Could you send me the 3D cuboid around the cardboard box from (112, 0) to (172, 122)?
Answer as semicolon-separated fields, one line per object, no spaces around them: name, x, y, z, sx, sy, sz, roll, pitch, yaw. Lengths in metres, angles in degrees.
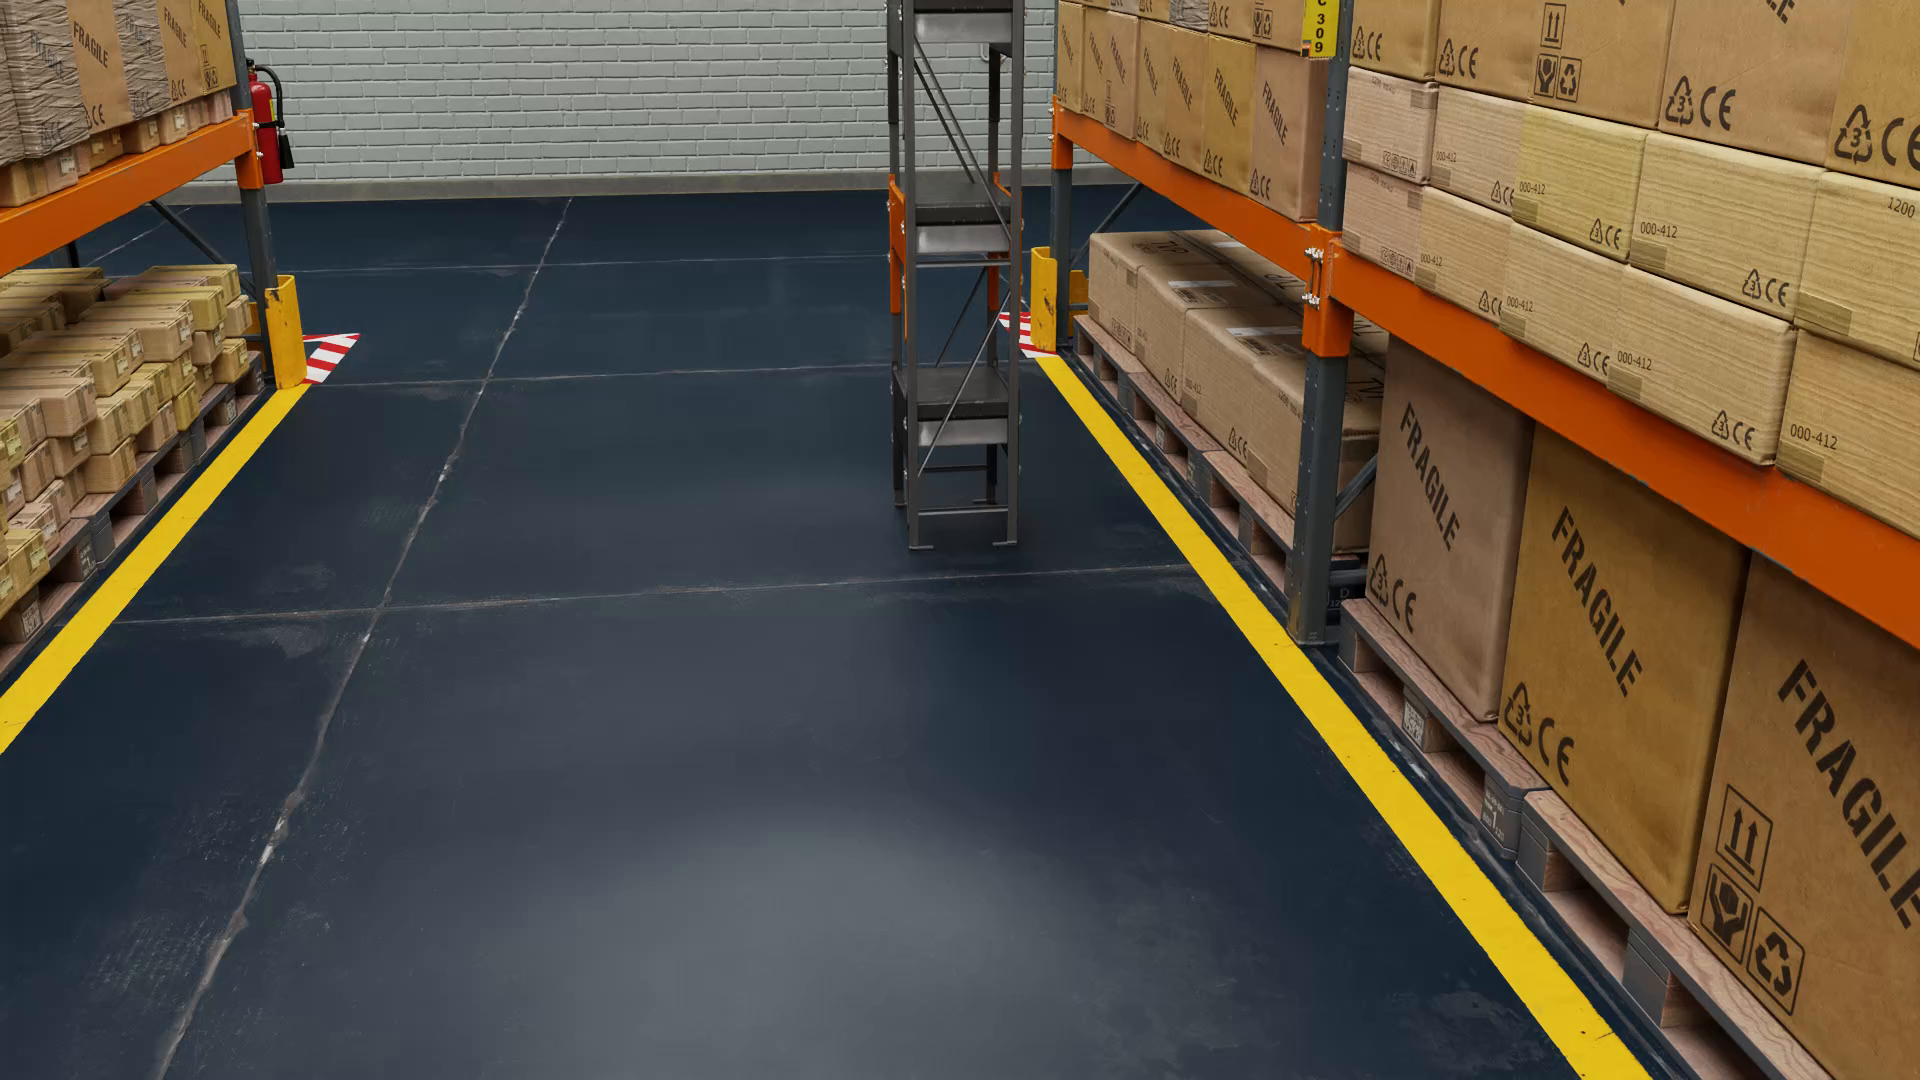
cardboard box;-3.427;-1.897;6.440;0.500;0.500;0.500;-3;21;-8

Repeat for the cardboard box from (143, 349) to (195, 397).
cardboard box;-3.375;-0.681;6.801;0.380;0.149;0.250;-3;21;-7

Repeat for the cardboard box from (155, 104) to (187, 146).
cardboard box;-3.462;-1.730;6.919;0.380;0.149;0.250;-2;21;-6

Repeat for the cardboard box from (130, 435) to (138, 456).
cardboard box;-3.397;-0.360;6.367;0.380;0.149;0.250;-2;21;-6

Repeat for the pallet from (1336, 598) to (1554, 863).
pallet;1.748;0.463;4.675;1.003;0.211;1.213;-3;21;-8

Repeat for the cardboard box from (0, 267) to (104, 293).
cardboard box;-4.159;-1.148;7.628;0.380;0.149;0.250;-4;21;-10

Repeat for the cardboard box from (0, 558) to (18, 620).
cardboard box;-3.056;0.174;4.937;0.380;0.149;0.250;-4;21;-10

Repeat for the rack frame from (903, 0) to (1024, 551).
rack frame;0.011;-0.956;5.776;0.400;2.100;0.015;-3;21;-8

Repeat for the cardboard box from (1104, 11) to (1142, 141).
cardboard box;0.927;-2.007;7.160;0.500;0.500;0.500;-3;21;-8

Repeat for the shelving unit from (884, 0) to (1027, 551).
shelving unit;-0.024;-1.041;6.002;0.431;2.100;0.503;-3;21;-8

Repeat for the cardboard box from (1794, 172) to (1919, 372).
cardboard box;1.646;-0.394;2.484;0.500;0.250;0.500;-3;21;-9

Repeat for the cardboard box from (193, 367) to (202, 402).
cardboard box;-3.477;-0.632;7.095;0.380;0.149;0.250;-3;21;-7

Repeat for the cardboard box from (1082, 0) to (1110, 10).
cardboard box;0.855;-2.648;7.447;0.500;0.500;0.500;-3;21;-9

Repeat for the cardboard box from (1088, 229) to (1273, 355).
cardboard box;1.180;-1.265;8.377;0.875;0.438;0.875;-4;21;-10

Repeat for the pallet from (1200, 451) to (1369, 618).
pallet;1.530;-0.068;6.096;1.003;0.211;1.213;-3;21;-8

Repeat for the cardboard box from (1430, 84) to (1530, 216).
cardboard box;1.450;-0.925;3.906;0.500;0.250;0.500;-3;21;-7

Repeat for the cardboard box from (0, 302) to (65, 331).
cardboard box;-3.973;-0.884;6.919;0.380;0.149;0.250;-4;21;-10

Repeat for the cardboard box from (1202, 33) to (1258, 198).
cardboard box;1.163;-1.479;5.747;0.500;0.500;0.500;-3;21;-9

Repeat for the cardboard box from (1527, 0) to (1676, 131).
cardboard box;1.512;-1.107;3.320;0.500;0.500;0.500;-3;21;-9

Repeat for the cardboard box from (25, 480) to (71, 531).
cardboard box;-3.268;-0.087;5.635;0.380;0.149;0.250;-3;21;-9

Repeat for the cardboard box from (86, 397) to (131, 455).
cardboard box;-3.279;-0.411;6.078;0.380;0.149;0.250;-3;21;-8

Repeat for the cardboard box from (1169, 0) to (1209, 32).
cardboard box;1.073;-2.123;6.042;0.500;0.500;0.500;-3;21;-7

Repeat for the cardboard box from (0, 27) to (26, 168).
cardboard box;-3.222;-1.363;5.012;0.500;0.500;0.500;-3;21;-8

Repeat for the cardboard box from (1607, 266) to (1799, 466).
cardboard box;1.562;-0.340;3.054;0.500;0.250;0.500;-3;21;-9

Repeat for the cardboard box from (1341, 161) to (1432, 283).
cardboard box;1.365;-0.871;4.475;0.500;0.250;0.500;-3;21;-9

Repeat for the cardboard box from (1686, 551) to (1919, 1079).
cardboard box;1.997;0.524;2.962;0.875;0.875;0.875;-3;21;-7

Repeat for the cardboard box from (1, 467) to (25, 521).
cardboard box;-3.253;-0.130;5.326;0.380;0.149;0.250;-3;21;-8

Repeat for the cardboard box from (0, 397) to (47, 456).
cardboard box;-3.292;-0.364;5.529;0.380;0.149;0.250;-3;21;-9

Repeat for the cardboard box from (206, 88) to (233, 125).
cardboard box;-3.571;-1.991;7.618;0.380;0.149;0.250;-3;21;-8

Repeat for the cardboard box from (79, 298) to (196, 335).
cardboard box;-3.454;-0.910;6.991;0.380;0.149;0.250;-4;21;-10

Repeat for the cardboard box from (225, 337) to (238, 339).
cardboard box;-3.616;-0.897;7.804;0.380;0.149;0.250;-3;21;-7

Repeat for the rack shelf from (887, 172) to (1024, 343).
rack shelf;-0.024;-1.028;6.007;0.431;0.518;0.480;-3;21;-8

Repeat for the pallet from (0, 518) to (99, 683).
pallet;-3.453;0.253;5.236;1.003;0.211;1.213;-3;21;-8

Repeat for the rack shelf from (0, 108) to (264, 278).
rack shelf;-3.610;-1.178;6.110;1.077;0.370;4.000;-3;21;-8

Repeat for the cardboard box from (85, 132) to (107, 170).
cardboard box;-3.418;-1.449;6.168;0.380;0.149;0.250;-3;21;-7

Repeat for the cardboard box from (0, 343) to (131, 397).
cardboard box;-3.366;-0.634;6.251;0.380;0.149;0.250;-3;21;-7

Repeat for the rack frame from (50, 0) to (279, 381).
rack frame;-3.898;-2.207;7.838;1.000;3.000;0.127;-3;21;-8

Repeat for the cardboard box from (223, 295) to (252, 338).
cardboard box;-3.539;-1.039;7.761;0.380;0.149;0.250;-3;21;-9

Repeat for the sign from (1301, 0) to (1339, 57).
sign;1.013;-1.521;4.651;0.100;0.325;0.005;-3;21;-8

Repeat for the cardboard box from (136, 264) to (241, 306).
cardboard box;-3.571;-1.176;7.703;0.380;0.149;0.250;-3;21;-7

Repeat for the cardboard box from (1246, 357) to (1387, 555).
cardboard box;1.578;-0.326;5.864;0.875;0.438;0.875;-3;21;-9

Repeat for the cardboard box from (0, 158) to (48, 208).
cardboard box;-3.244;-1.179;5.446;0.380;0.149;0.250;-3;21;-7
